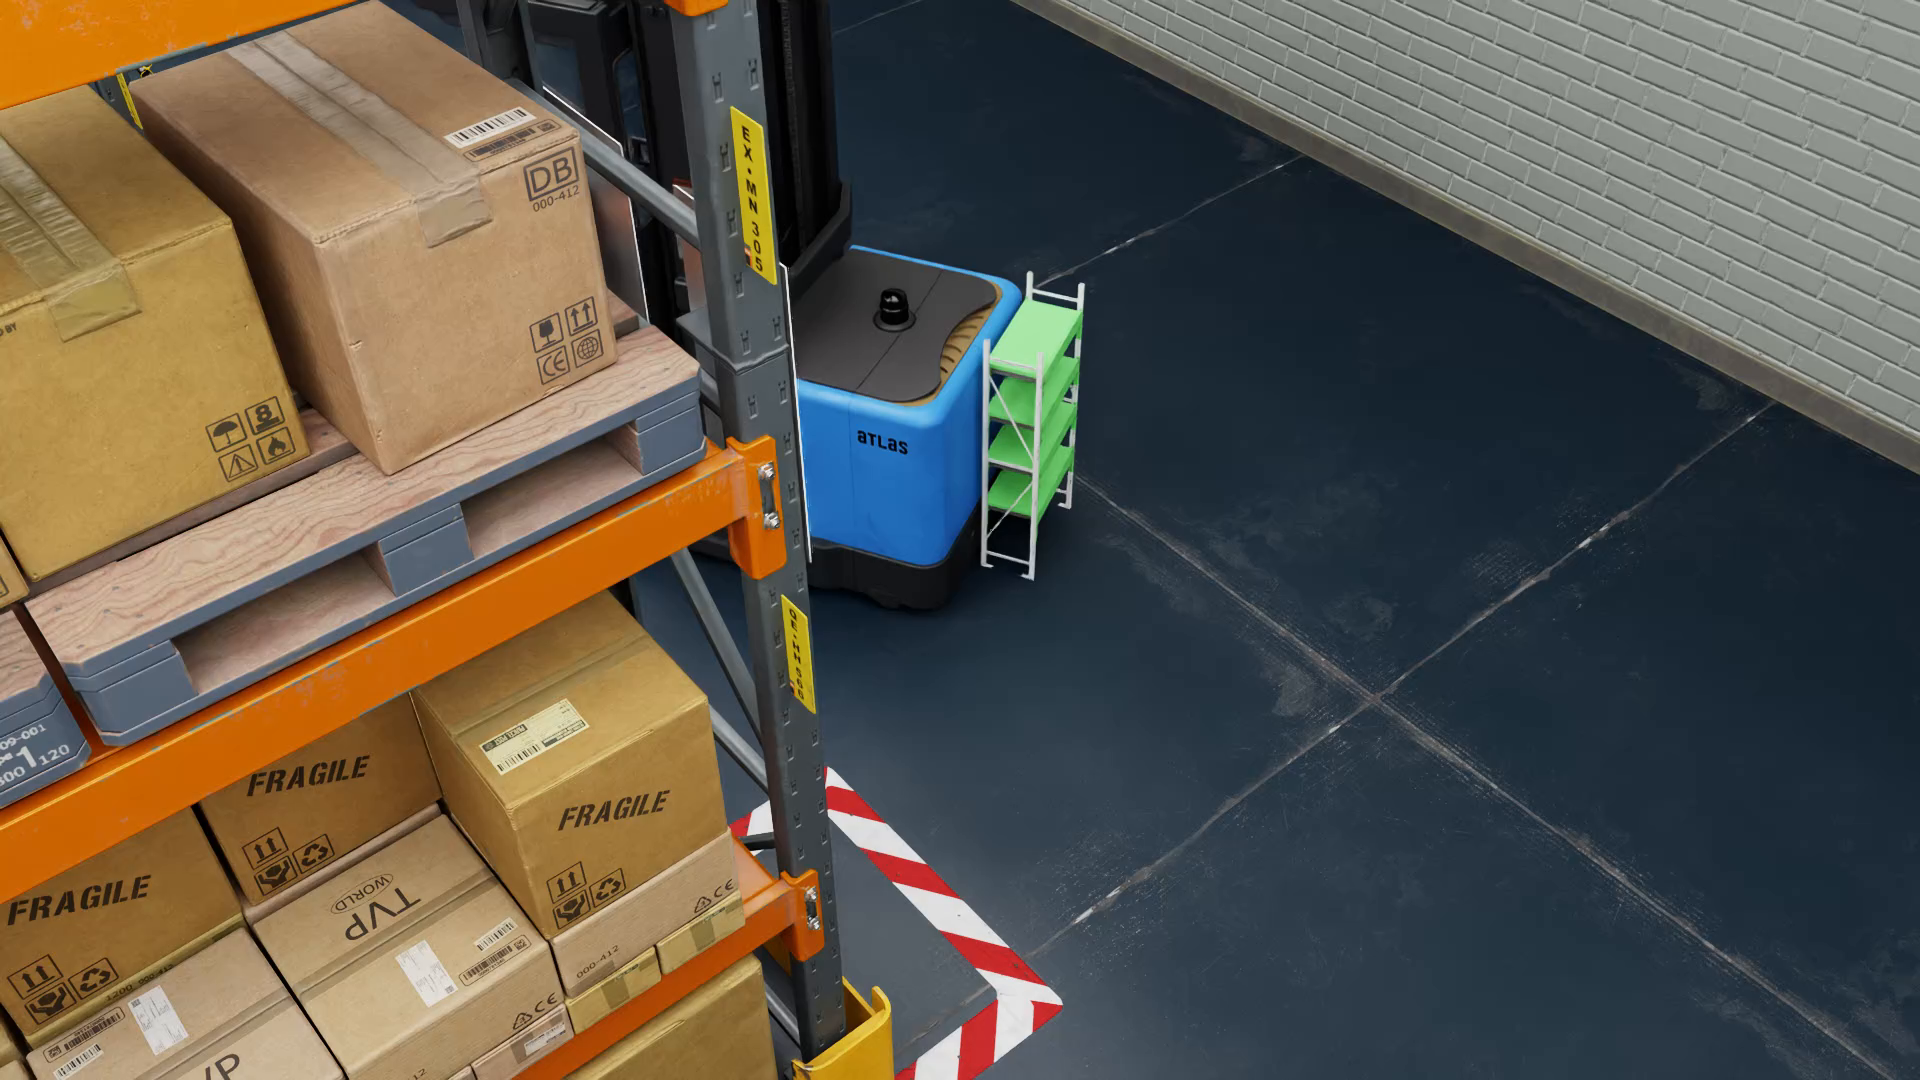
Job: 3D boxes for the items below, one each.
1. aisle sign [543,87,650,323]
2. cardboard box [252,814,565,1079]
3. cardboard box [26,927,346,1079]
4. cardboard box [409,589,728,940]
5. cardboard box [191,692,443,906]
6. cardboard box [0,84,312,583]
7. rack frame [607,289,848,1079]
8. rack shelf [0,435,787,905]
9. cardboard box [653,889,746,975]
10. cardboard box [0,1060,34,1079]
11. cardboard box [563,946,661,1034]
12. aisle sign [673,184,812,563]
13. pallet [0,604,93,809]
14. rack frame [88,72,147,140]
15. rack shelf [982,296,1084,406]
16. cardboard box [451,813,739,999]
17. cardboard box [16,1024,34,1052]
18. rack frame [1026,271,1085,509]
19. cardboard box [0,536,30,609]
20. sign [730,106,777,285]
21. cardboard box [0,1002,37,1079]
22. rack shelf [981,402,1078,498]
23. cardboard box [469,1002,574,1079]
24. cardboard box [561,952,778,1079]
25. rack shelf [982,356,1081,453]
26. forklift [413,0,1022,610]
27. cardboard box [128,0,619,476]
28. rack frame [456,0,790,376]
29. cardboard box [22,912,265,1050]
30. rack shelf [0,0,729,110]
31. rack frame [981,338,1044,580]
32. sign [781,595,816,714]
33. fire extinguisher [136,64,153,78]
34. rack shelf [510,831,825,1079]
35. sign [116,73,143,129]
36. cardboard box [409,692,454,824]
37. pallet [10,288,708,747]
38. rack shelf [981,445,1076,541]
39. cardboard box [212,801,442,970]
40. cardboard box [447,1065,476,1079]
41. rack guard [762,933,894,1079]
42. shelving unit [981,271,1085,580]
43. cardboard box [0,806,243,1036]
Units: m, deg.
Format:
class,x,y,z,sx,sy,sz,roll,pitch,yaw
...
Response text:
class,x,y,z,sx,sy,sz,roll,pitch,yaw
aisle sign,-0.846,-0.655,3.911,0.004,0.787,0.394,-30,51,-28
cardboard box,-1.300,1.002,3.937,0.500,0.250,0.500,-31,51,-29
cardboard box,-1.690,1.226,3.699,0.500,0.250,0.500,-32,52,-29
cardboard box,-0.914,0.506,3.918,0.500,0.500,0.500,-29,50,-27
cardboard box,-1.634,0.443,3.985,0.500,0.500,0.500,-31,51,-29
cardboard box,-1.582,-0.397,2.892,0.500,0.500,0.700,-32,52,-29
rack frame,-0.709,0.482,4.600,0.127,3.000,1.000,-30,51,-28
rack shelf,-2.243,0.529,2.884,4.000,0.370,1.077,-30,51,-28
cardboard box,-0.771,0.902,4.335,0.250,0.149,0.380,-29,50,-27
cardboard box,-2.087,1.457,3.453,0.500,0.250,0.500,-30,51,-28
cardboard box,-0.969,1.018,4.213,0.250,0.149,0.380,-29,51,-28
aisle sign,-0.461,-0.340,3.576,0.004,0.787,0.394,-30,51,-28
pallet,-2.208,0.291,2.677,1.213,0.211,1.003,-30,51,-28
rack frame,-3.887,-2.119,7.369,0.127,3.000,1.000,-30,51,-28
rack shelf,0.294,-0.759,6.628,0.258,0.148,0.480,15,45,16
cardboard box,-0.910,0.780,4.174,0.500,0.250,0.500,-31,51,-28
cardboard box,-2.372,1.232,3.984,0.250,0.149,0.380,-31,51,-29
rack frame,0.384,-0.611,7.078,0.240,1.200,0.015,15,45,16
cardboard box,-1.948,-0.145,2.623,0.500,0.500,0.700,-33,52,-30
sign,-0.371,-0.615,2.987,0.005,0.325,0.100,-30,51,-28
cardboard box,-2.429,1.179,3.749,0.500,0.250,0.500,-31,51,-29
rack shelf,0.294,-0.410,6.957,0.258,0.148,0.480,15,45,16
cardboard box,-1.163,1.128,4.095,0.250,0.149,0.380,-30,51,-28
cardboard box,-1.149,1.426,4.839,0.875,0.875,0.875,-30,51,-28
rack shelf,0.294,-0.584,6.792,0.258,0.148,0.480,15,45,16
forklift,-1.298,-1.423,6.678,3.031,2.935,1.130,15,45,16
cardboard box,-1.073,-0.581,3.087,0.500,0.500,0.700,-33,52,-30
rack frame,-0.709,-1.705,2.546,0.127,3.000,1.000,-30,51,-28
cardboard box,-2.033,0.947,3.996,0.500,0.250,0.500,-32,52,-29
rack shelf,-2.243,-0.419,1.994,4.000,0.370,1.077,-30,51,-28
rack frame,0.204,-0.301,6.747,0.240,1.200,0.015,15,45,16
sign,-0.371,0.264,3.812,0.005,0.325,0.100,-30,51,-28
fire extinguisher,-3.479,-1.783,7.340,0.183,0.674,0.296,-30,51,-28
rack shelf,-2.243,1.622,3.911,4.000,0.370,1.077,-30,51,-28
sign,-3.521,-1.897,7.013,0.005,0.325,0.100,-30,51,-28
cardboard box,-1.250,0.497,4.476,0.500,0.250,0.500,-31,51,-29
pallet,-1.271,-0.248,3.250,1.213,0.211,1.003,-30,51,-28
rack shelf,0.294,-0.235,7.121,0.258,0.148,0.480,15,45,16
cardboard box,-1.645,0.729,4.229,0.500,0.250,0.500,-30,51,-28
cardboard box,-1.355,1.237,3.979,0.250,0.149,0.380,-29,50,-27
rack guard,-0.690,1.382,5.467,0.348,0.500,1.175,-30,51,-28
shelving unit,0.294,-0.456,6.913,0.258,1.200,0.503,15,45,16
cardboard box,-2.027,0.674,3.740,0.500,0.500,0.500,-31,51,-29
